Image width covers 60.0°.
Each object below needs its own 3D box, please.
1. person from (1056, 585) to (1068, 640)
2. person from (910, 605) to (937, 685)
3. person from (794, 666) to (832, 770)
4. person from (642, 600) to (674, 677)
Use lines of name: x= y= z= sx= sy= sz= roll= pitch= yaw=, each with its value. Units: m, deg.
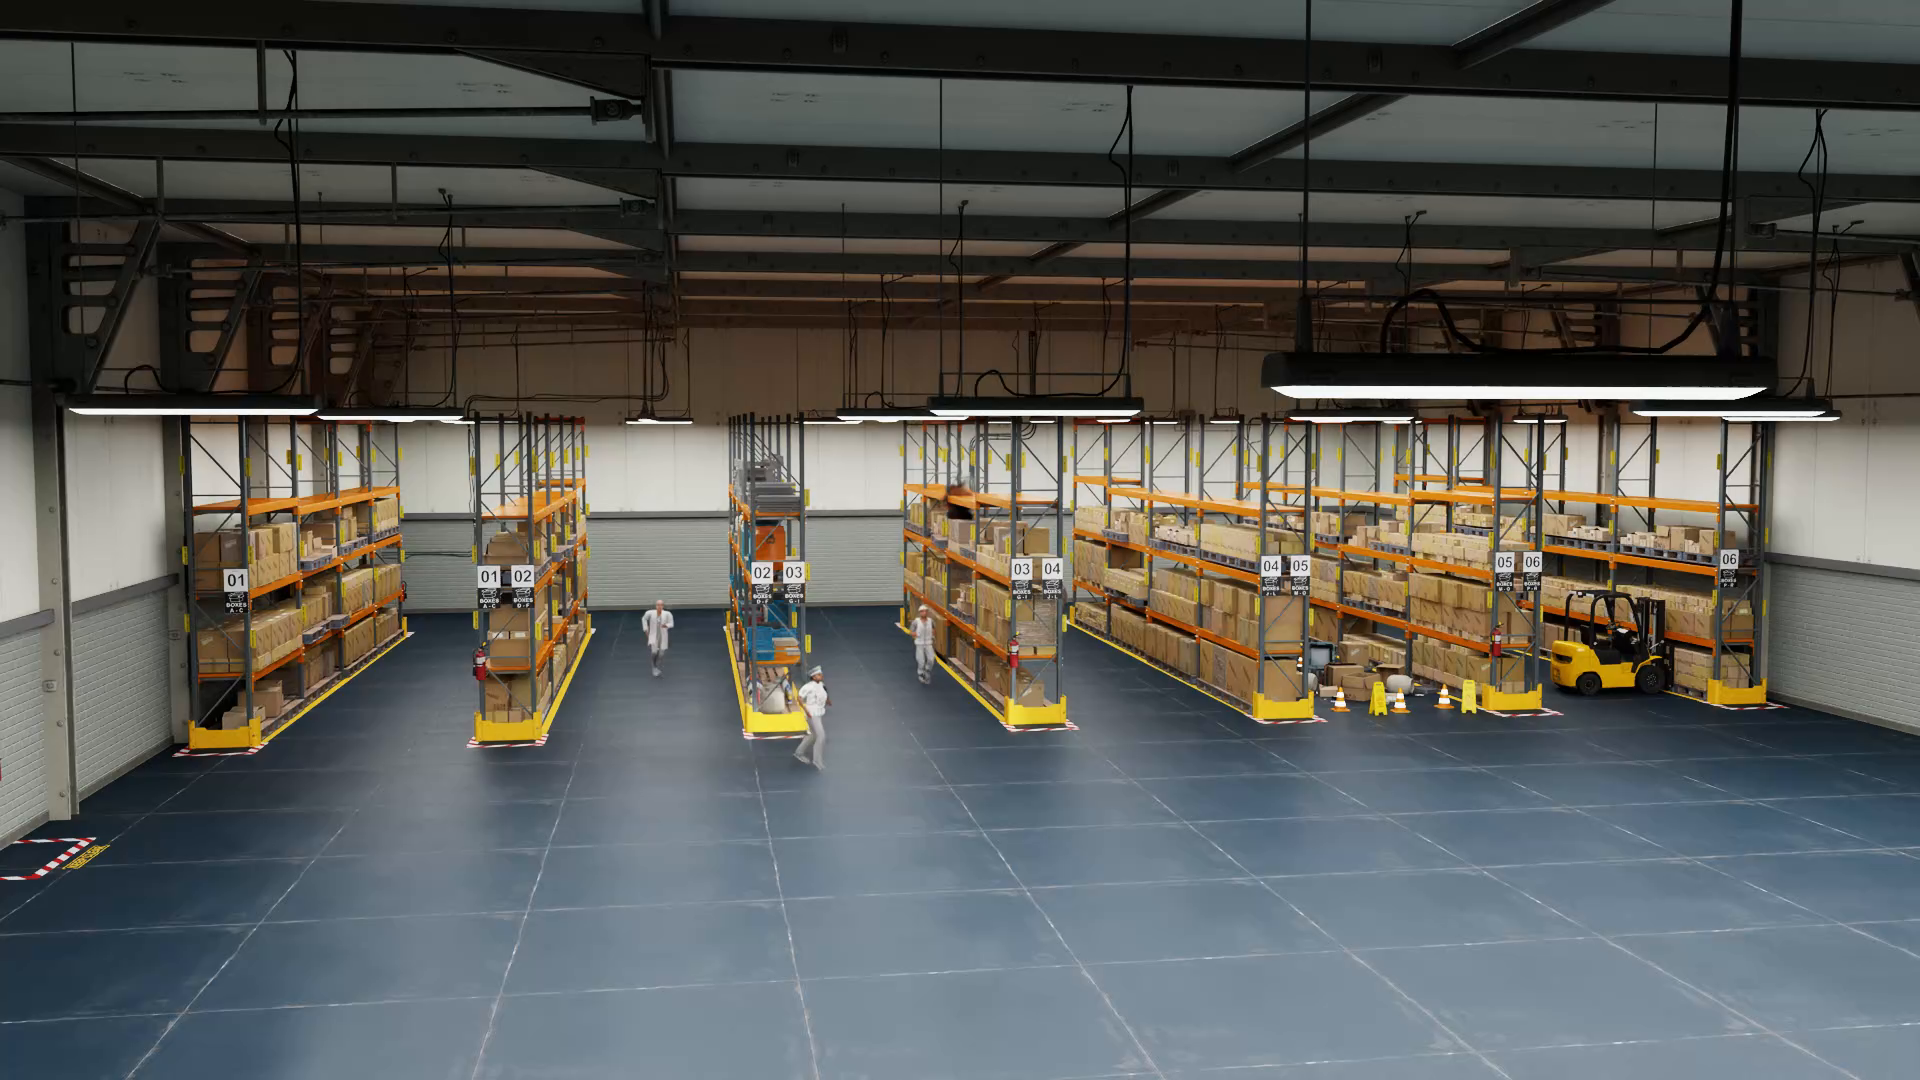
person: x=2.573 y=1.815 z=44.712 sx=0.705 sy=1.726 sz=0.661 roll=0 pitch=4 yaw=-7
person: x=-0.773 y=2.337 z=36.743 sx=0.636 sy=1.772 sz=0.626 roll=-1 pitch=4 yaw=-12
person: x=-2.486 y=2.987 z=28.015 sx=0.693 sy=1.773 sz=0.601 roll=2 pitch=4 yaw=24
person: x=-6.913 y=2.256 z=38.103 sx=0.691 sy=1.762 sz=0.799 roll=-1 pitch=4 yaw=-16
